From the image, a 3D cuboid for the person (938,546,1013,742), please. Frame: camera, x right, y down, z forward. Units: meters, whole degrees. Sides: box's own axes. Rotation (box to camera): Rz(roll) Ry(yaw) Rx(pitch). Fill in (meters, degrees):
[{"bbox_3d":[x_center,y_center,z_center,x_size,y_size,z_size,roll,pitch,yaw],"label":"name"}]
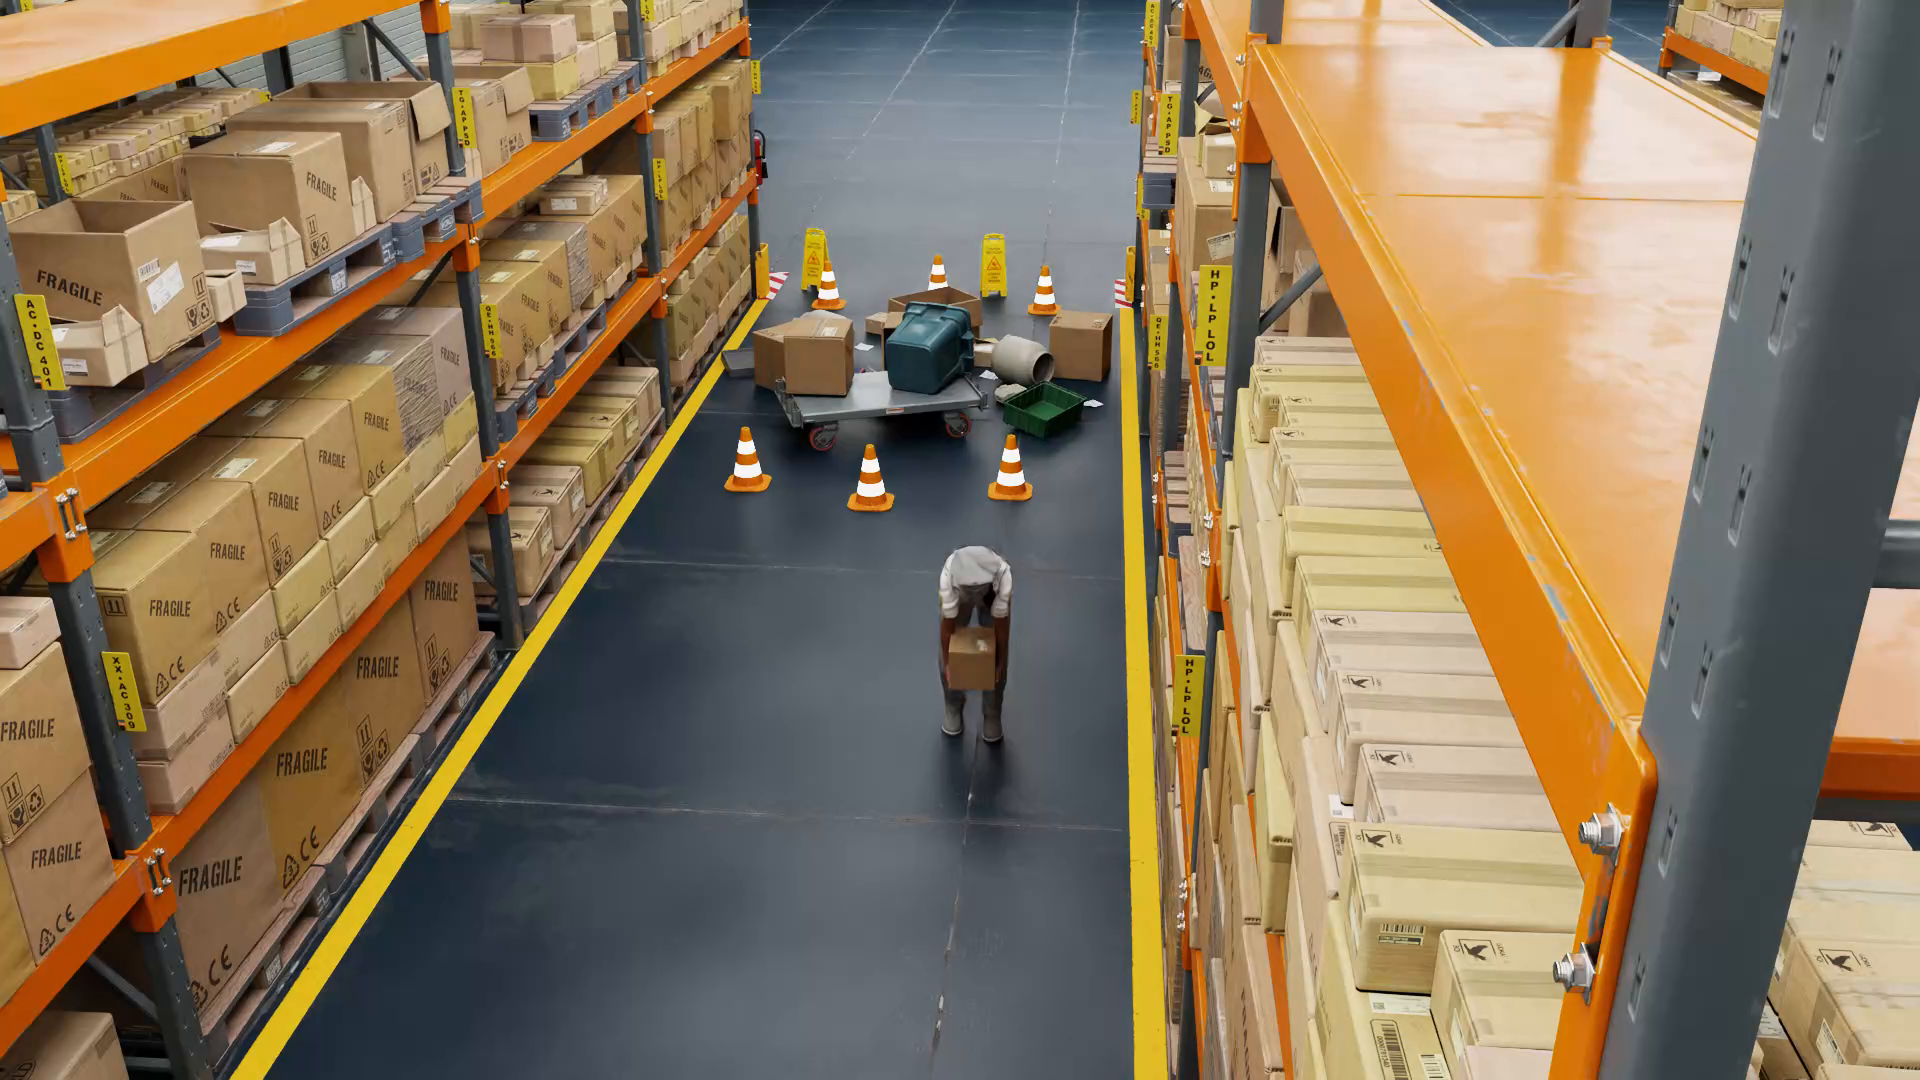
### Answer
[{"bbox_3d":[0.079,0.549,9.181,0.415,1.350,0.873,1,25,3],"label":"person"}]
